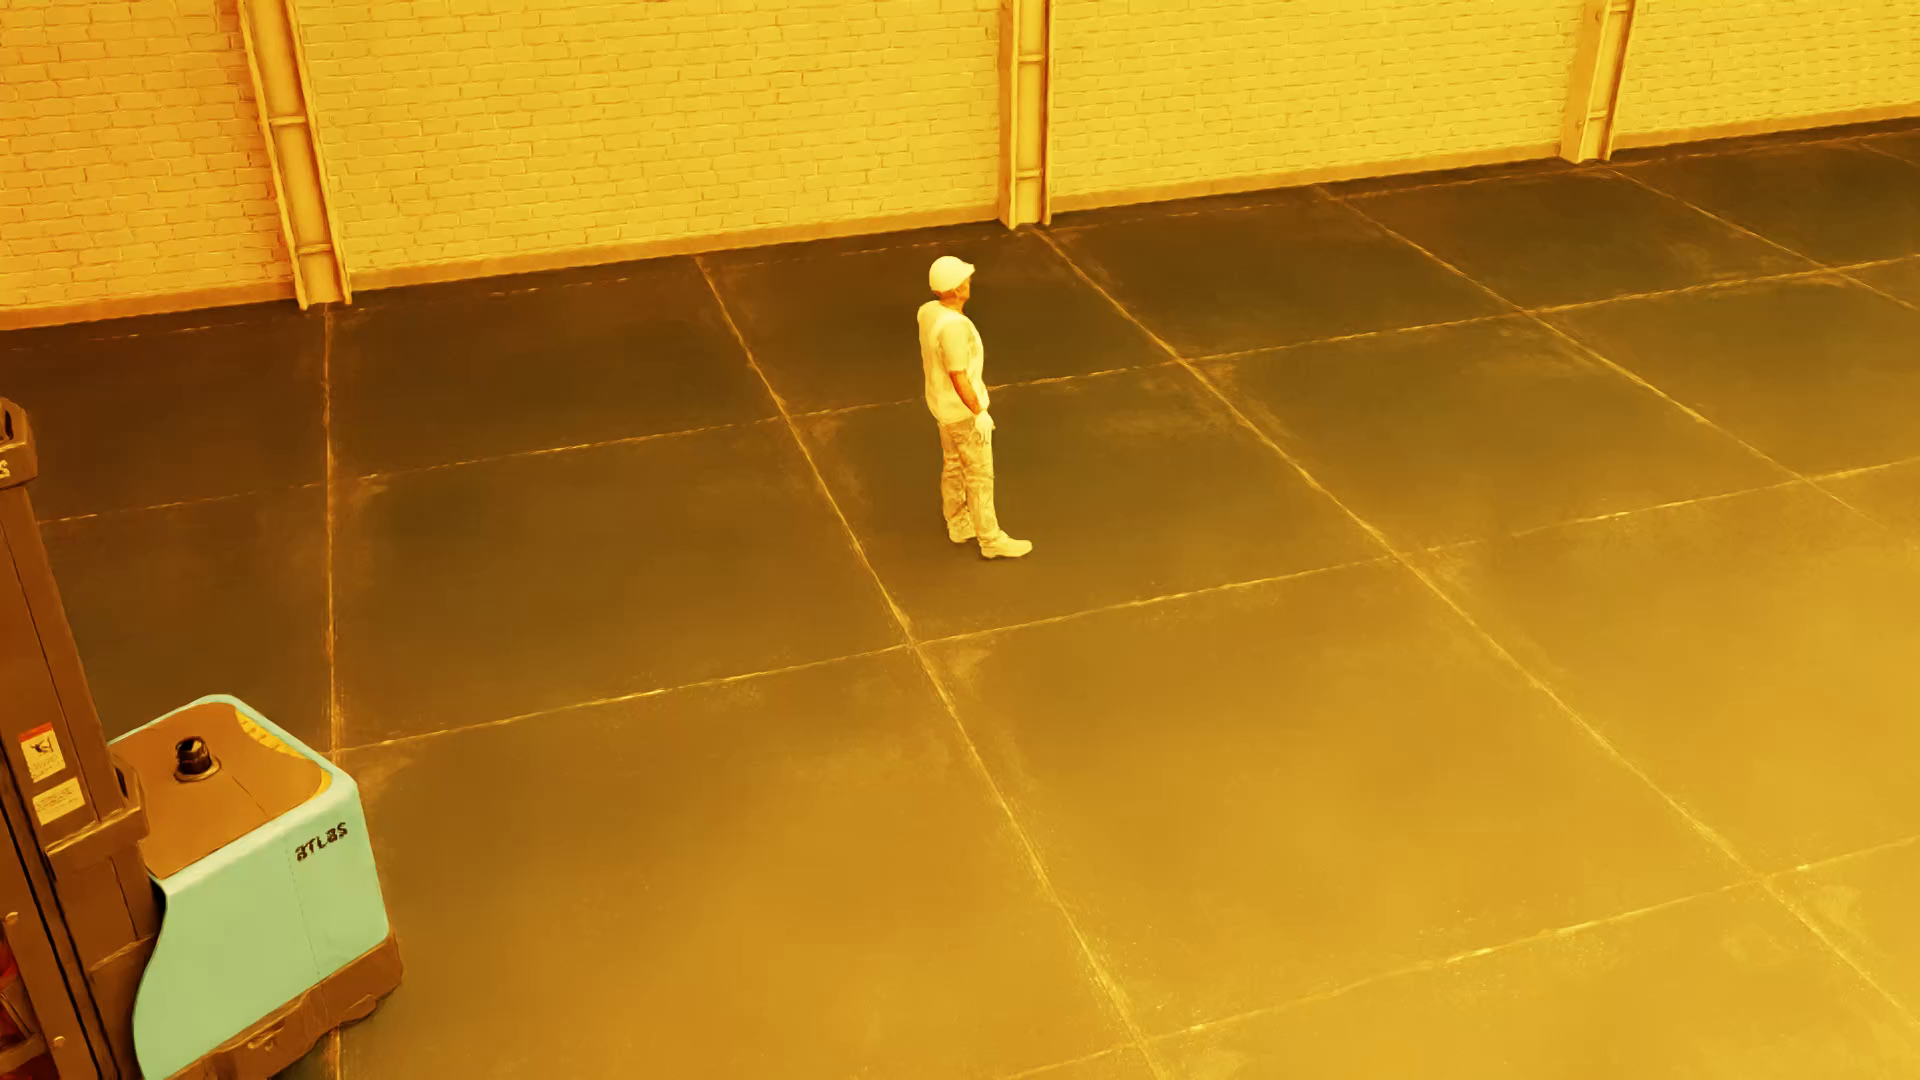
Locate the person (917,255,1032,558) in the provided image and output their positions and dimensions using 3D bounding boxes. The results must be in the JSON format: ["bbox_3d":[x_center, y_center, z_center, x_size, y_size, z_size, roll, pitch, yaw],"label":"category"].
[{"bbox_3d":[0.071,-0.786,9.591,0.576,1.782,0.655,-10,31,-16],"label":"person"}]

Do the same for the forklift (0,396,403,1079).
[{"bbox_3d":[-3.596,0.987,5.372,1.130,2.935,3.031,22,37,33],"label":"forklift"}]
